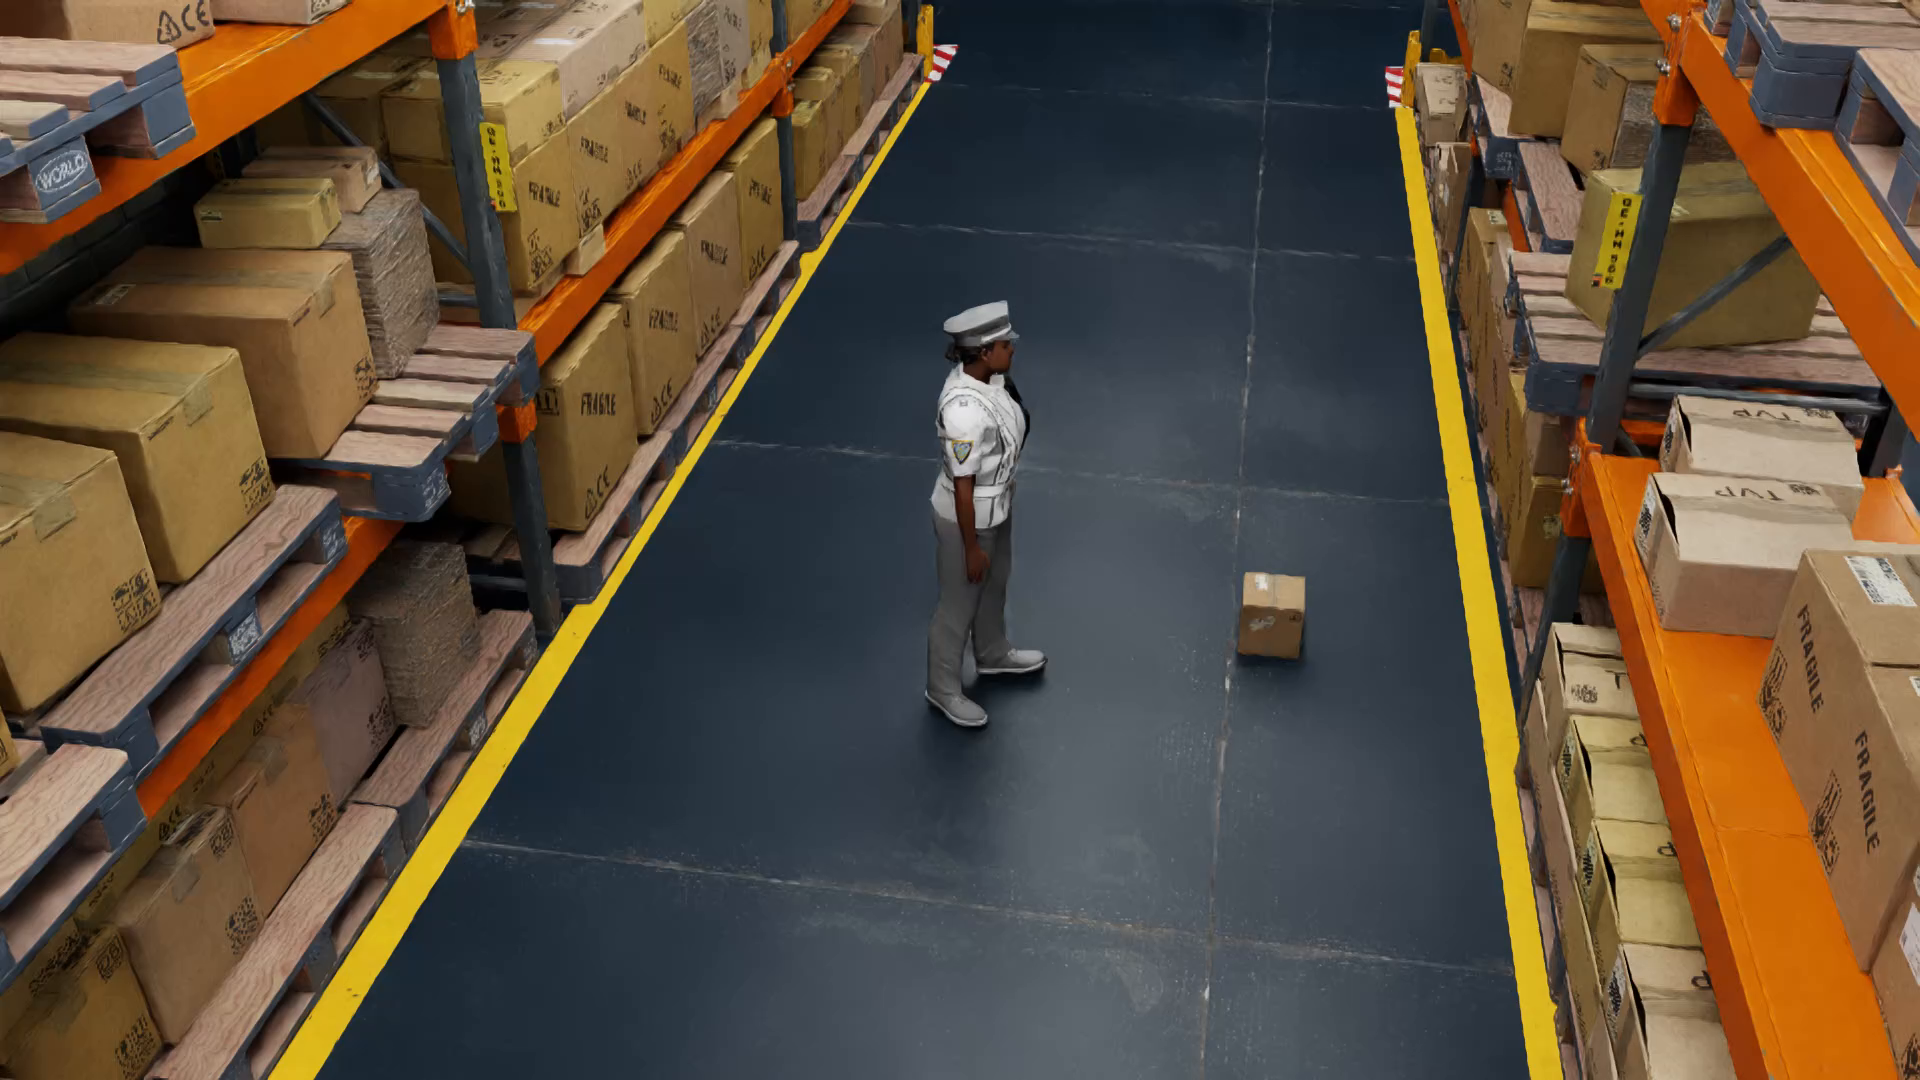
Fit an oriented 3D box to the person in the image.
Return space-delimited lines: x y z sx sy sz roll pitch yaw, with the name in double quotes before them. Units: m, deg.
"person" 0.101 -0.103 6.249 0.440 1.681 0.527 7 33 10
